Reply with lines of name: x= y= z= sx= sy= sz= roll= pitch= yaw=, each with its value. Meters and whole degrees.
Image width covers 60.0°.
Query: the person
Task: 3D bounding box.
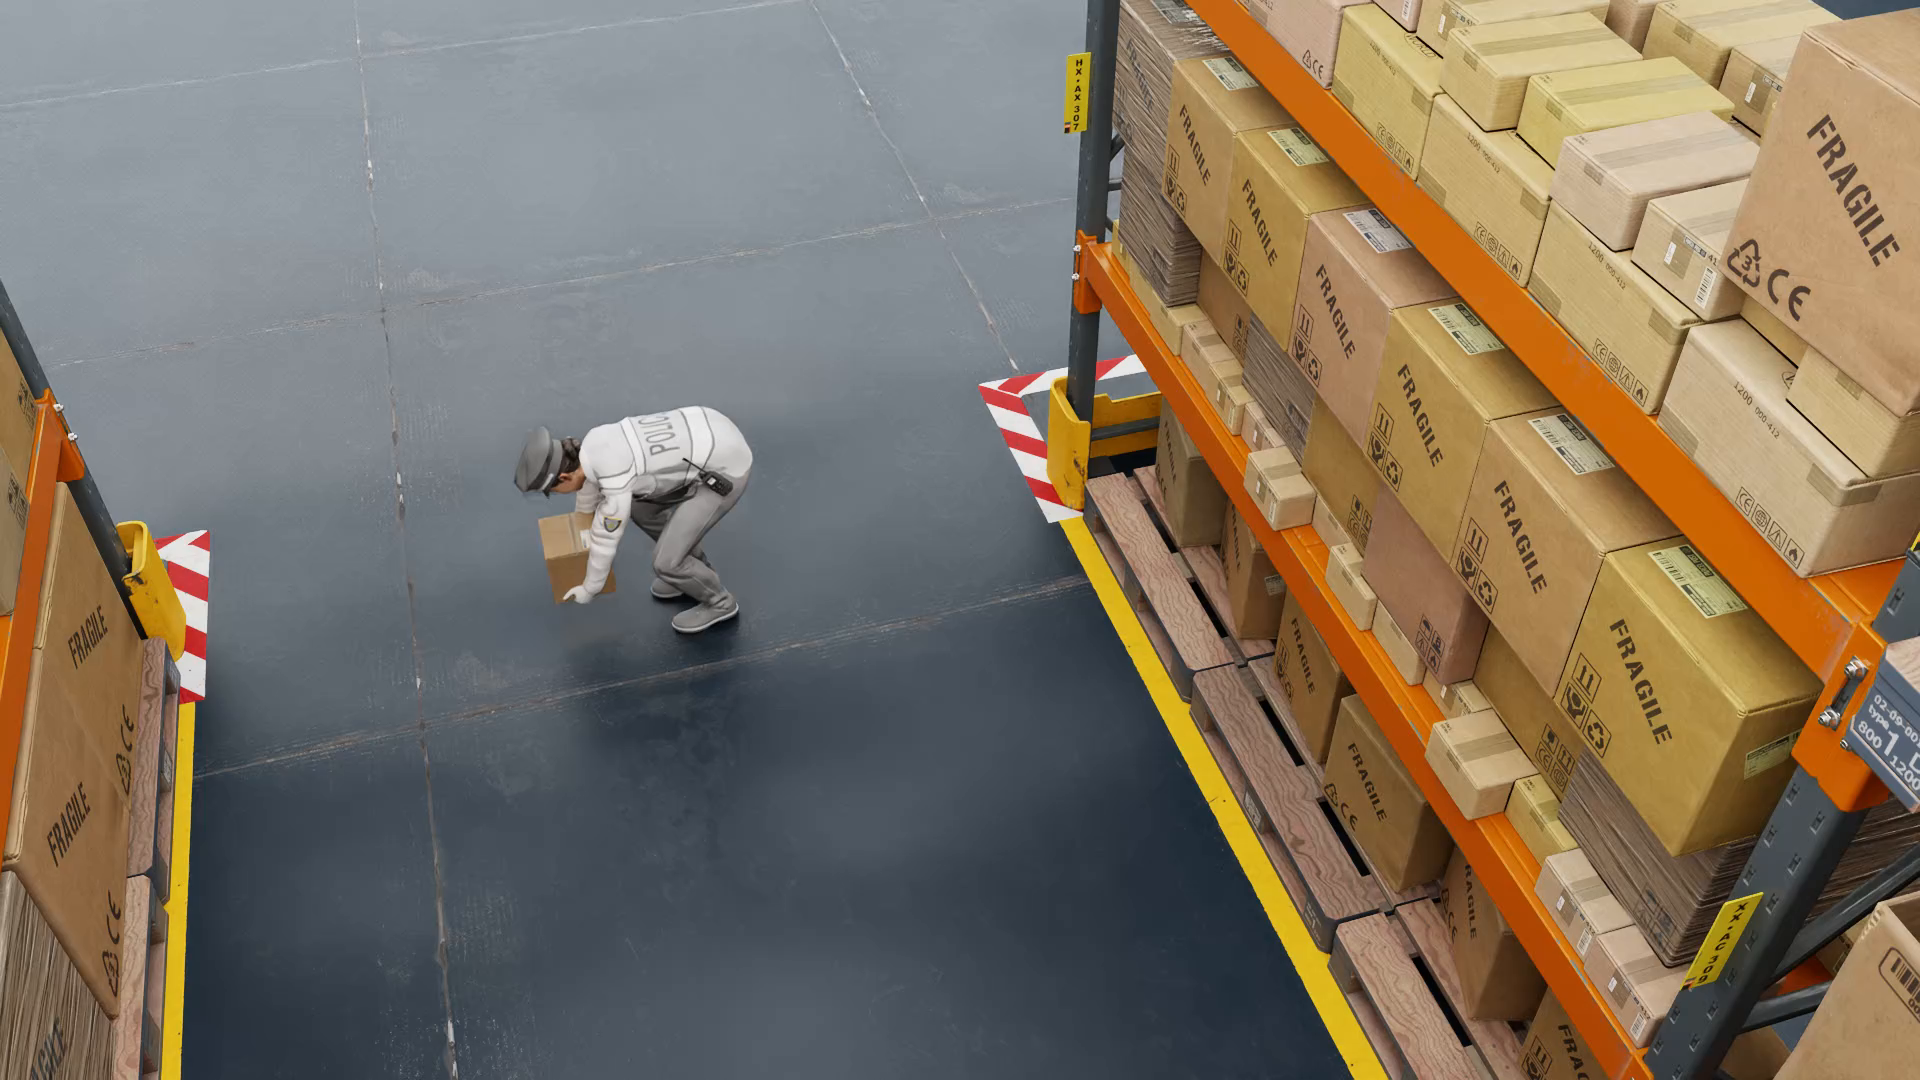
person: x=-1.277 y=-0.082 z=6.708 sx=0.921 sy=1.048 sz=0.451 roll=-14 pitch=44 yaw=-15
